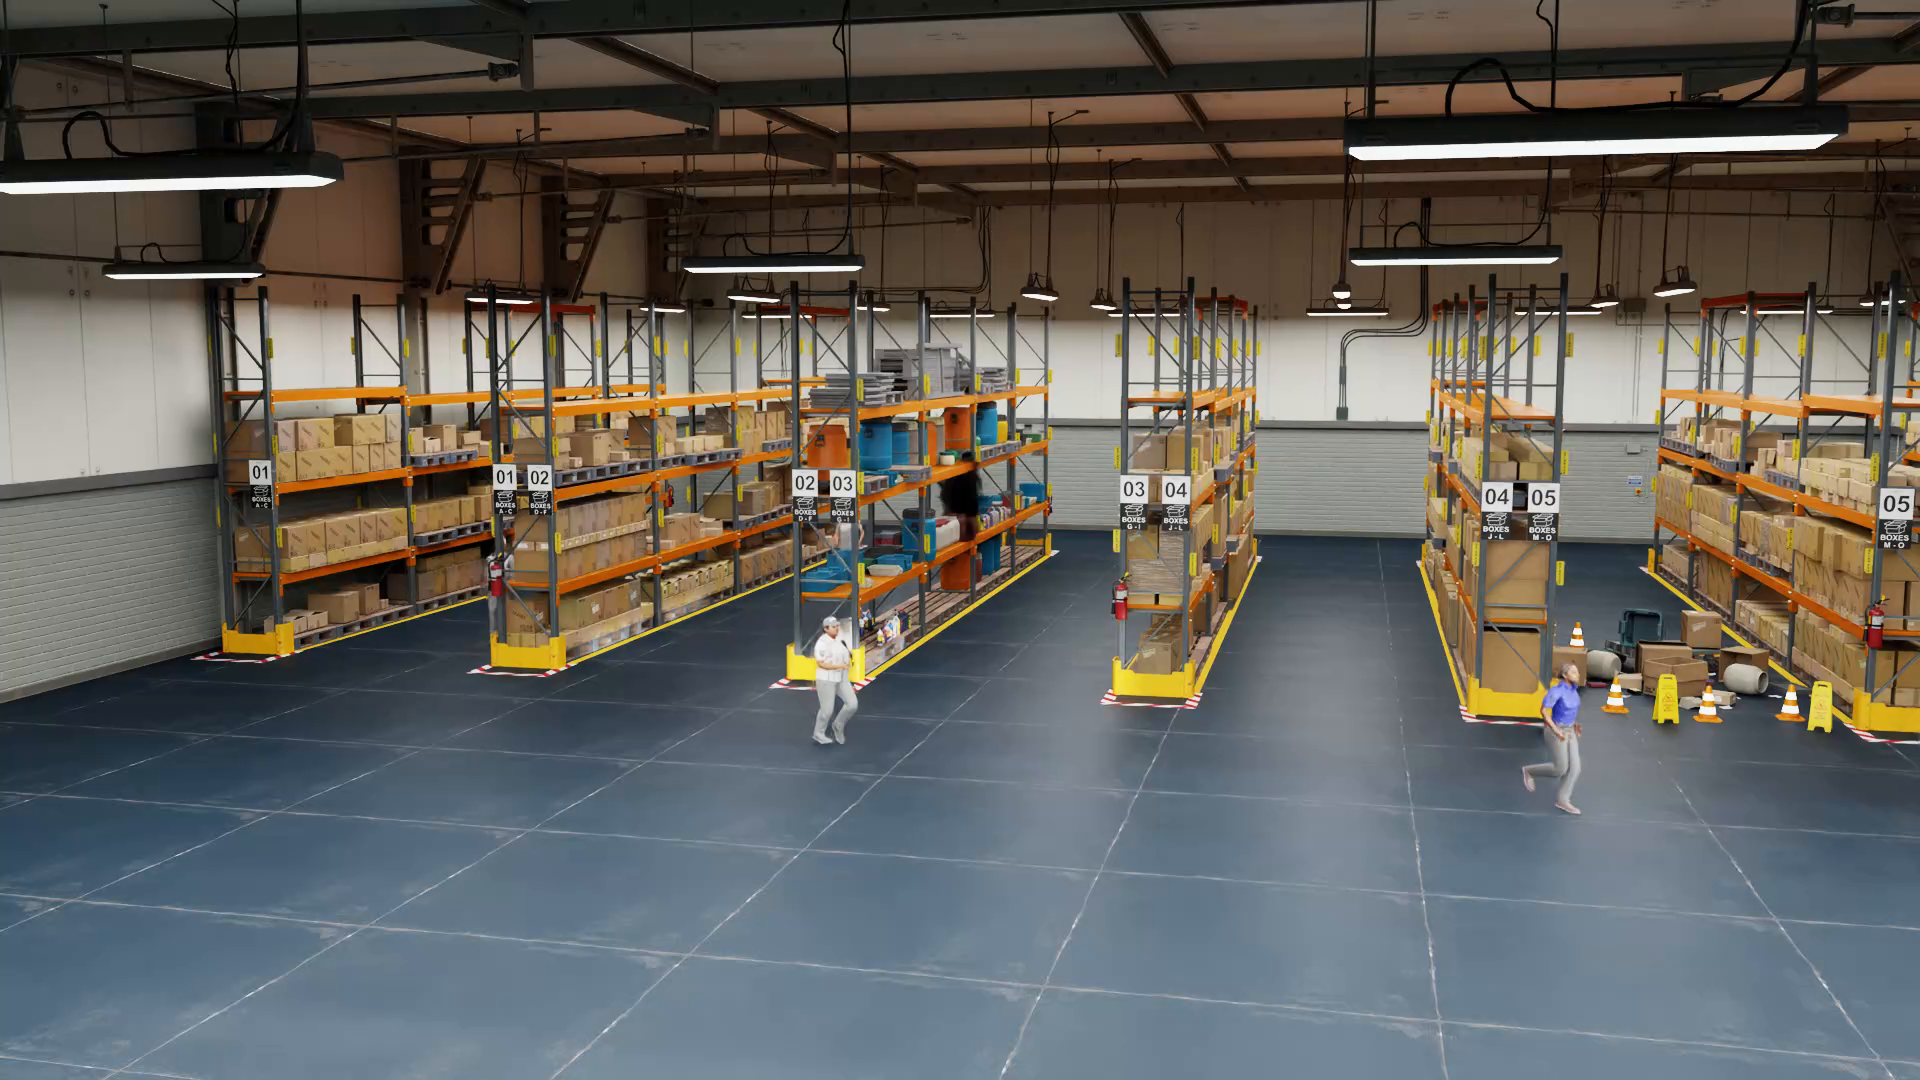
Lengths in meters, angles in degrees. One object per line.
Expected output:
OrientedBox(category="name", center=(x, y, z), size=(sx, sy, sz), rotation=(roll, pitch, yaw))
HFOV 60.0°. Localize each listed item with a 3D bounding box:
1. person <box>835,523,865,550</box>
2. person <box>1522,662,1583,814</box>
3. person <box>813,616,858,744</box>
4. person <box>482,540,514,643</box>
OrientedBox(category="person", center=(-2.171, 0.190, 32.345), size=(0.582, 1.650, 0.793), rotation=(1, 7, 10))
OrientedBox(category="person", center=(6.537, 2.129, 18.211), size=(0.598, 1.628, 0.690), rotation=(-6, 9, -41))
OrientedBox(category="person", center=(-1.584, 1.779, 20.960), size=(0.643, 1.648, 0.579), rotation=(6, 9, 41))
OrientedBox(category="person", center=(-7.890, 0.837, 28.532), size=(0.663, 1.749, 0.958), rotation=(0, 7, 3))
